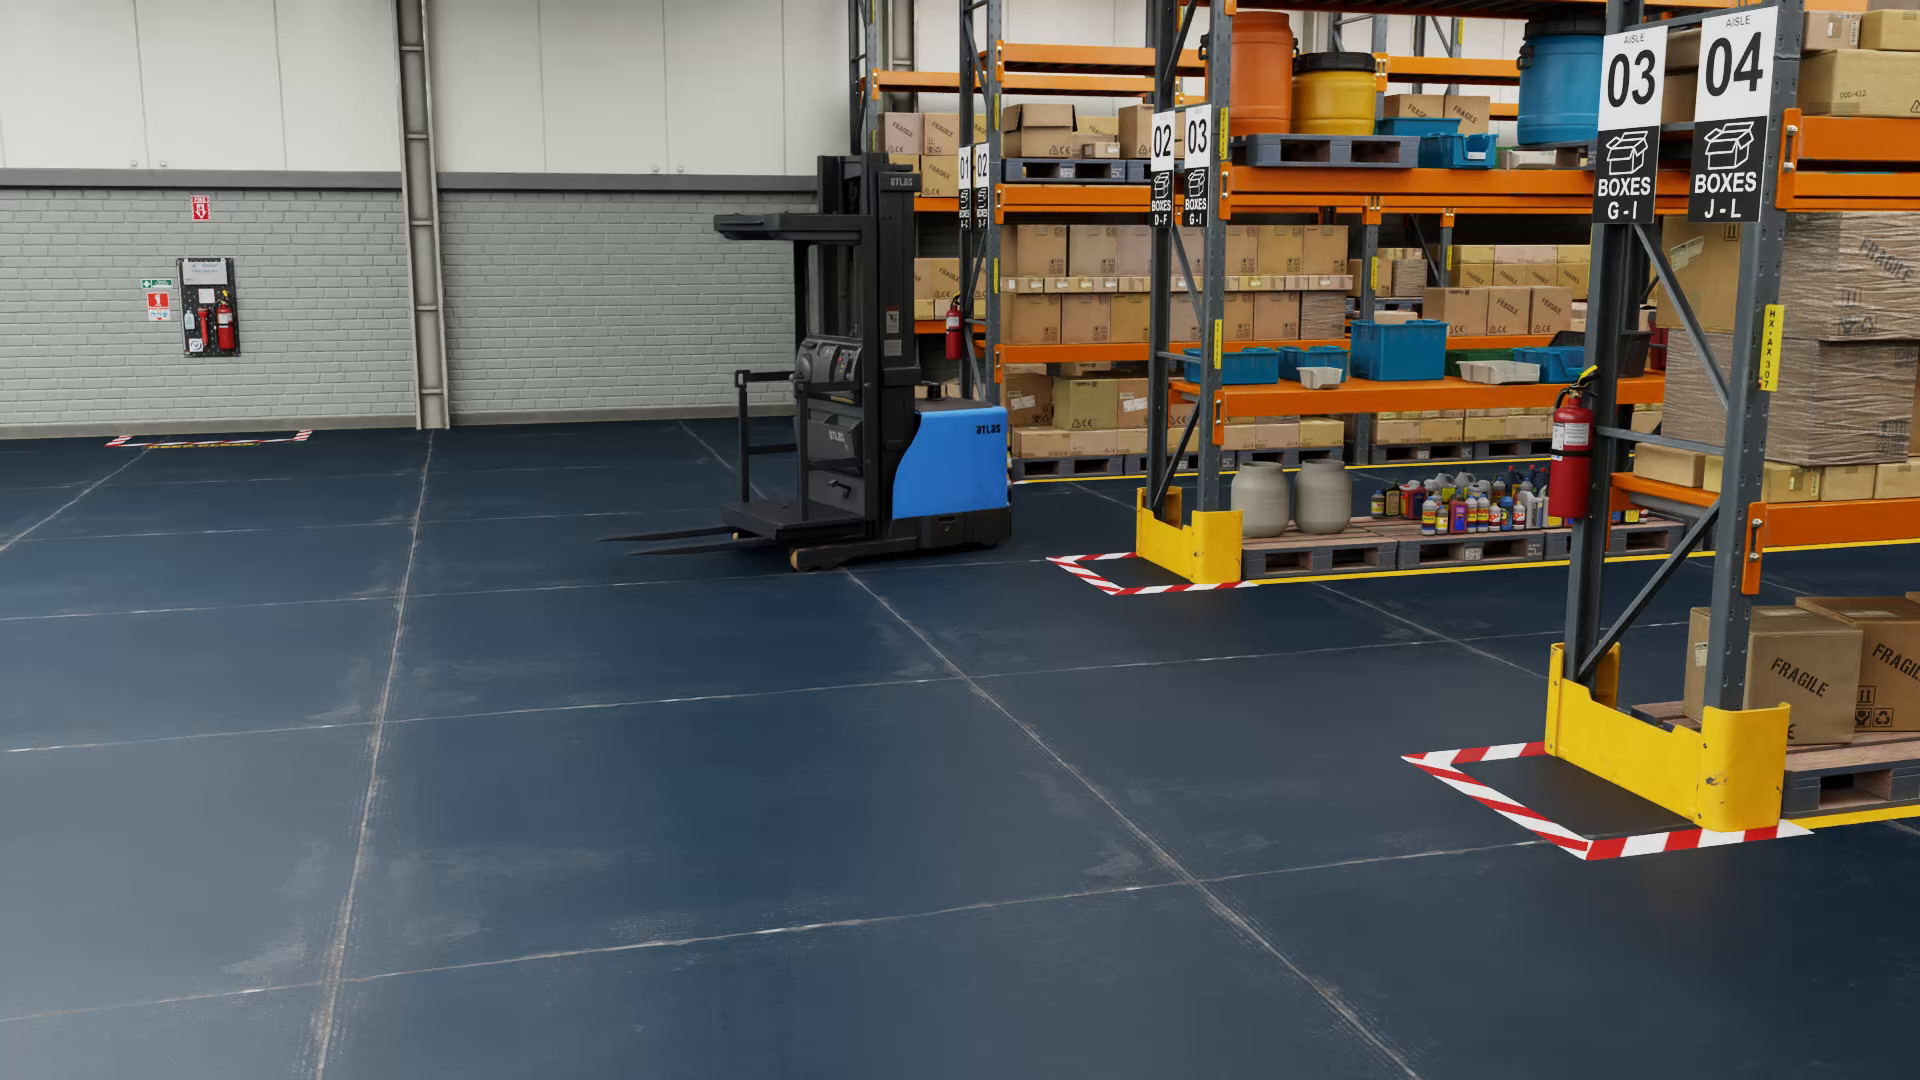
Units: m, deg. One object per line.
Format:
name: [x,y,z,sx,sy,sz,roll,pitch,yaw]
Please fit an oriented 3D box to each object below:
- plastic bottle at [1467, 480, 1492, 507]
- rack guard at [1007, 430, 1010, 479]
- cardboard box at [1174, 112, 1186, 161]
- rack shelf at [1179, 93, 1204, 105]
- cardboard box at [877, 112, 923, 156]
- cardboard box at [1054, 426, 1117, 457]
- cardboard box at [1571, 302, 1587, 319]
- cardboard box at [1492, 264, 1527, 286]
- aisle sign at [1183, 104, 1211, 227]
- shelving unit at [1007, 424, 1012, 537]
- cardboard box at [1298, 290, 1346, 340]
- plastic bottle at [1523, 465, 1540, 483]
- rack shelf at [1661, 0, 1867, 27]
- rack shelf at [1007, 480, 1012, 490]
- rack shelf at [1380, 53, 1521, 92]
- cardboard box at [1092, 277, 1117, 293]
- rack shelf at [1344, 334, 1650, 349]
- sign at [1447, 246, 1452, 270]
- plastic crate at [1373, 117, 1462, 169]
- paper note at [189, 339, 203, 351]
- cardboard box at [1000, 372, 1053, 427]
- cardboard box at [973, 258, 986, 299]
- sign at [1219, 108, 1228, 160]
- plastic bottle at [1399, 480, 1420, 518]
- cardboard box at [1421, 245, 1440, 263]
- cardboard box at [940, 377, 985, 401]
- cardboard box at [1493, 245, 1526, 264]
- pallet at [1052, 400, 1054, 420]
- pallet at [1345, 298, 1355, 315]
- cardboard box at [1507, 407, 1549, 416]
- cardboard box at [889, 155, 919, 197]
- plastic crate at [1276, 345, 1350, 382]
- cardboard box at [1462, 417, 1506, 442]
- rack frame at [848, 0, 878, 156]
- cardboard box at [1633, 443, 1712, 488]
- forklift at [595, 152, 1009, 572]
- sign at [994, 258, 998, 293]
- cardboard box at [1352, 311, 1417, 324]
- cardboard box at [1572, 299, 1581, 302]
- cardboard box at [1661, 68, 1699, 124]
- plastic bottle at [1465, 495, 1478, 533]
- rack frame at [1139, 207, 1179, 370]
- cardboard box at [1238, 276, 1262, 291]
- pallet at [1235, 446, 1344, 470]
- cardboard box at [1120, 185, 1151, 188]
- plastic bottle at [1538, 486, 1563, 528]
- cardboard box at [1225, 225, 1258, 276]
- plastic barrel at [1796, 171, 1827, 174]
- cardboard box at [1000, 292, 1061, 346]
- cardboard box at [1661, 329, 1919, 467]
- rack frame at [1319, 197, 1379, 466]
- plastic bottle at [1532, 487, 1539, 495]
plastic bottle: [3.996,-0.321,12.815,0.135,0.276,0.152,-3,11,-16]
rack guard: [0.166,-0.897,16.539,0.348,0.500,1.175,-3,11,-16]
cardboard box: [2.414,-4.070,16.754,0.637,0.503,0.797,-2,11,-10]
rack shelf: [4.562,-5.692,22.203,4.000,0.370,1.077,-3,11,-16]
cardboard box: [-0.761,-4.992,20.500,0.500,0.500,0.500,-4,11,-20]
cardboard box: [1.246,-0.996,16.609,0.500,0.250,0.500,-3,11,-16]
cardboard box: [6.958,-2.477,18.464,0.500,0.311,0.500,-3,11,-17]
cardboard box: [7.526,-3.604,23.184,0.500,0.500,0.500,-3,11,-14]
aisle sign: [1.583,-2.490,11.109,0.004,0.787,0.394,-3,11,-16]
shelving unit: [0.257,-0.475,13.142,0.210,0.900,0.258,-6,12,-32]
cardboard box: [3.606,-2.356,17.282,0.500,0.500,0.700,-3,11,-17]
plastic bottle: [4.520,-0.414,13.110,0.185,0.351,0.144,-3,11,-14]
rack shelf: [7.331,-3.970,12.848,4.000,0.370,1.077,-3,11,-16]
rack shelf: [0.257,-0.442,13.148,0.200,0.077,0.258,-6,12,-32]
rack shelf: [5.950,-4.831,17.527,4.000,0.370,1.077,-3,11,-16]
cardboard box: [1.362,-2.517,16.366,0.250,0.149,0.380,-3,11,-17]
rack shelf: [5.950,-2.078,18.034,4.000,0.370,1.077,-3,11,-16]
sign: [6.643,-3.830,22.588,0.005,0.325,0.100,-3,11,-16]
plastic crate: [3.317,-2.883,12.179,0.575,0.384,0.392,-3,11,-16]
paper note: [-9.102,-2.322,19.809,0.142,0.148,0.016,-3,11,-16]
cardboard box: [0.621,-1.430,16.891,0.500,0.500,0.500,-3,11,-16]
cardboard box: [0.319,-3.314,21.050,0.500,0.500,0.500,-3,11,-18]
sign: [1.720,-2.650,10.848,0.005,0.325,0.100,-3,11,-16]
plastic bottle: [3.461,-0.320,12.810,0.135,0.276,0.152,-3,11,-16]
cardboard box: [6.845,-4.036,23.459,0.500,0.250,0.500,-3,11,-14]
cardboard box: [0.038,-1.931,21.461,0.500,0.311,0.500,-2,11,-11]
cardboard box: [7.506,-3.973,23.119,0.500,0.250,0.500,-3,11,-17]
pallet: [0.833,-1.717,21.791,1.213,0.211,1.003,-3,11,-16]
pallet: [4.593,-3.192,22.630,1.213,0.211,1.003,-3,11,-16]
cardboard box: [5.972,-1.516,17.881,0.500,0.311,0.500,-3,11,-14]
cardboard box: [-0.808,-4.496,20.569,0.500,0.500,0.500,-3,11,-14]
plastic crate: [2.592,-1.303,12.248,0.408,0.251,0.499,-3,11,-16]
cardboard box: [5.474,-1.214,17.791,0.500,0.250,0.500,-3,11,-18]
rack frame: [-1.199,-5.939,20.453,0.127,3.000,1.000,-3,11,-16]
cardboard box: [3.171,-0.332,7.260,0.250,0.149,0.380,-3,11,-16]
forklift: [-1.144,-1.325,12.149,3.031,2.935,1.130,-6,12,-32]
sign: [0.339,-2.496,15.708,0.005,0.325,0.100,-3,11,-16]
cardboard box: [4.491,-2.289,17.609,0.500,0.250,0.500,-2,11,-12]
cardboard box: [8.587,-3.348,23.585,0.250,0.149,0.380,-3,11,-14]
cardboard box: [3.347,-1.875,7.078,0.500,0.250,0.500,-3,11,-15]
plastic bottle: [3.727,-0.196,12.146,0.097,0.271,0.097,0,10,0]
rack frame: [2.642,-3.191,22.095,0.127,3.000,1.000,-3,11,-16]
cardboard box: [2.851,-2.596,16.796,0.250,0.149,0.380,-3,11,-16]
pallet: [3.255,-0.926,17.492,1.213,0.211,1.003,-3,11,-16]
cardboard box: [2.224,-4.657,21.440,0.500,0.500,0.500,-3,11,-14]
plastic bottle: [4.379,-0.274,12.350,0.185,0.351,0.144,-3,11,-16]
cardboard box: [2.640,-2.943,16.887,0.500,0.500,0.700,-3,11,-16]
plastic barrel: [6.466,-3.287,12.948,0.600,0.901,0.600,0,10,0]
cardboard box: [0.641,-2.198,16.426,0.500,0.500,0.700,-3,11,-16]
cardboard box: [3.490,-0.624,7.053,0.500,0.500,0.875,-3,11,-16]
rack frame: [4.030,-2.330,17.419,0.127,3.000,1.000,-3,11,-16]
plastic bottle: [4.325,-0.257,12.446,0.133,0.283,0.061,-3,11,-16]
